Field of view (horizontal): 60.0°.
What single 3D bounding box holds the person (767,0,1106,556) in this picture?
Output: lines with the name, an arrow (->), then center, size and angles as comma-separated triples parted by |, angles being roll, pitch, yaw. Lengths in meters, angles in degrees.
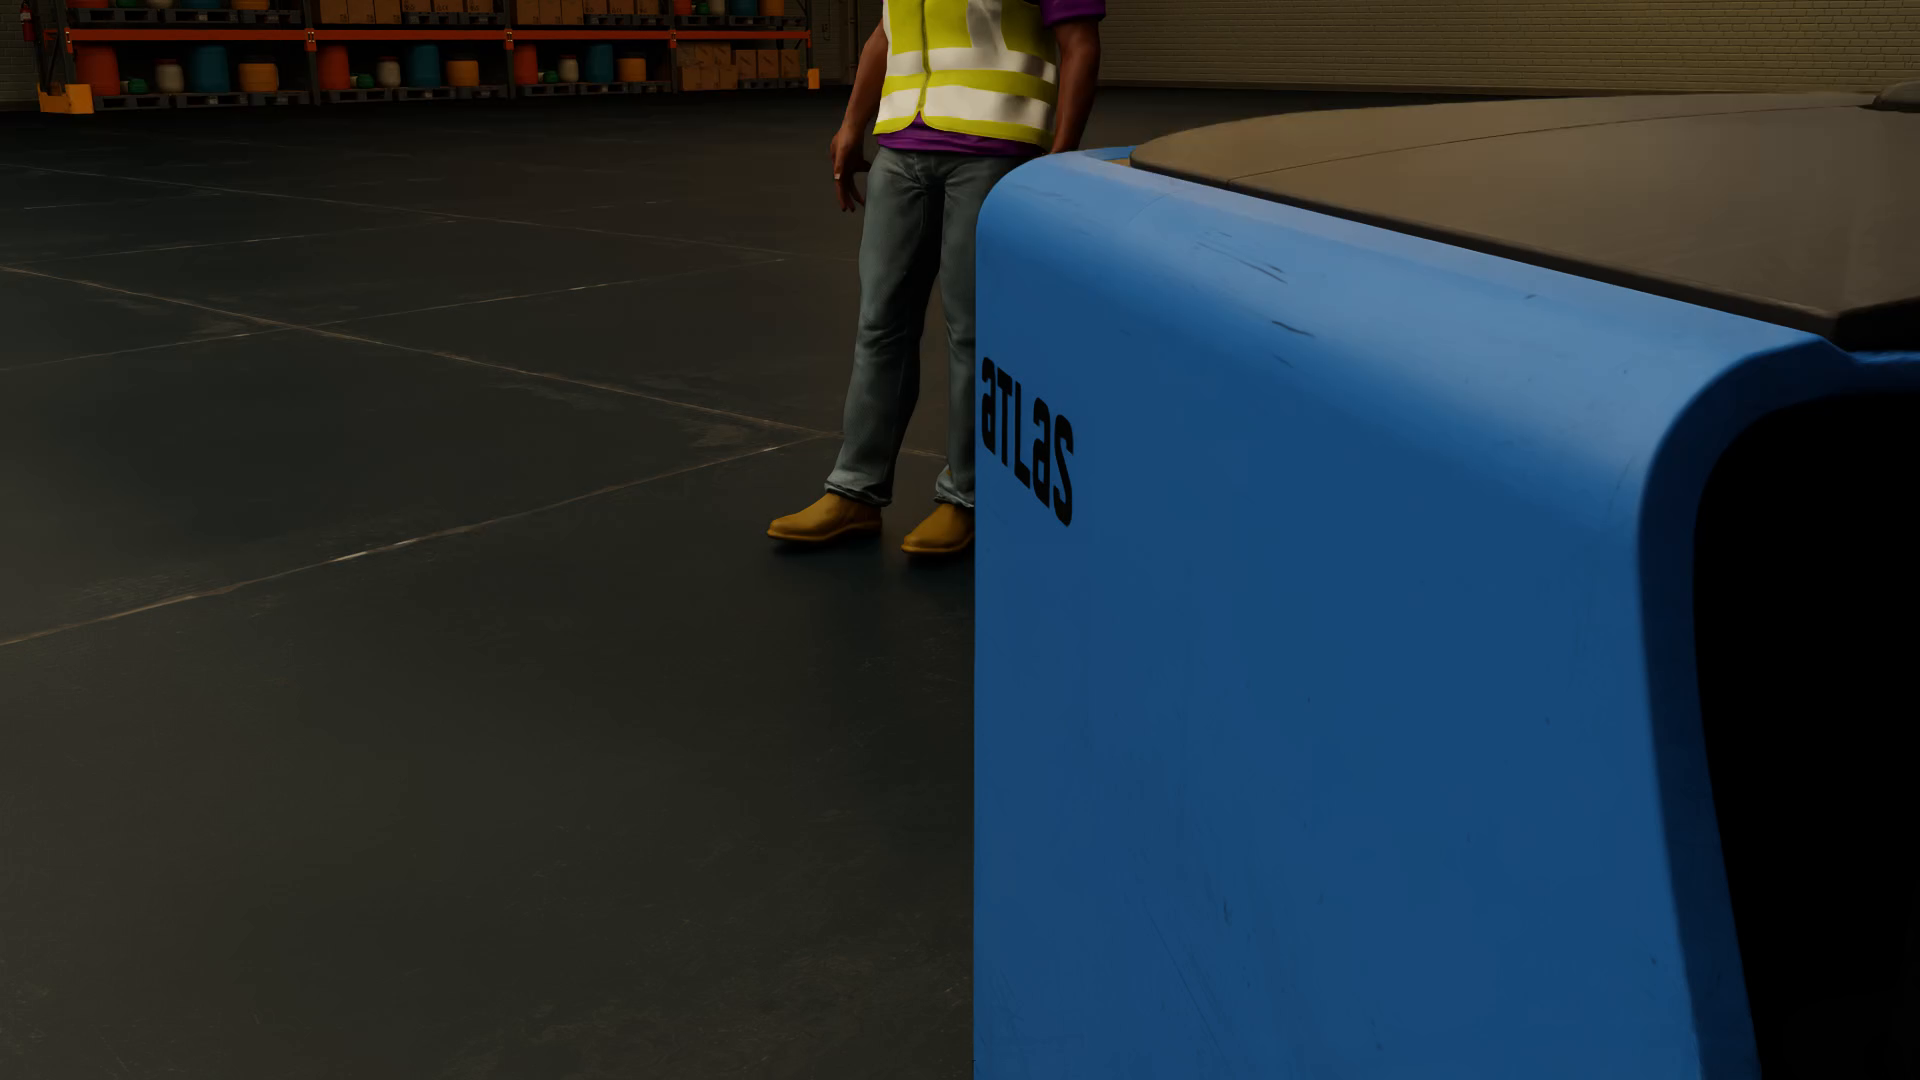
person -> -0.049, -0.838, 3.635 | 0.665, 1.768, 0.575 | 13, 21, 37
